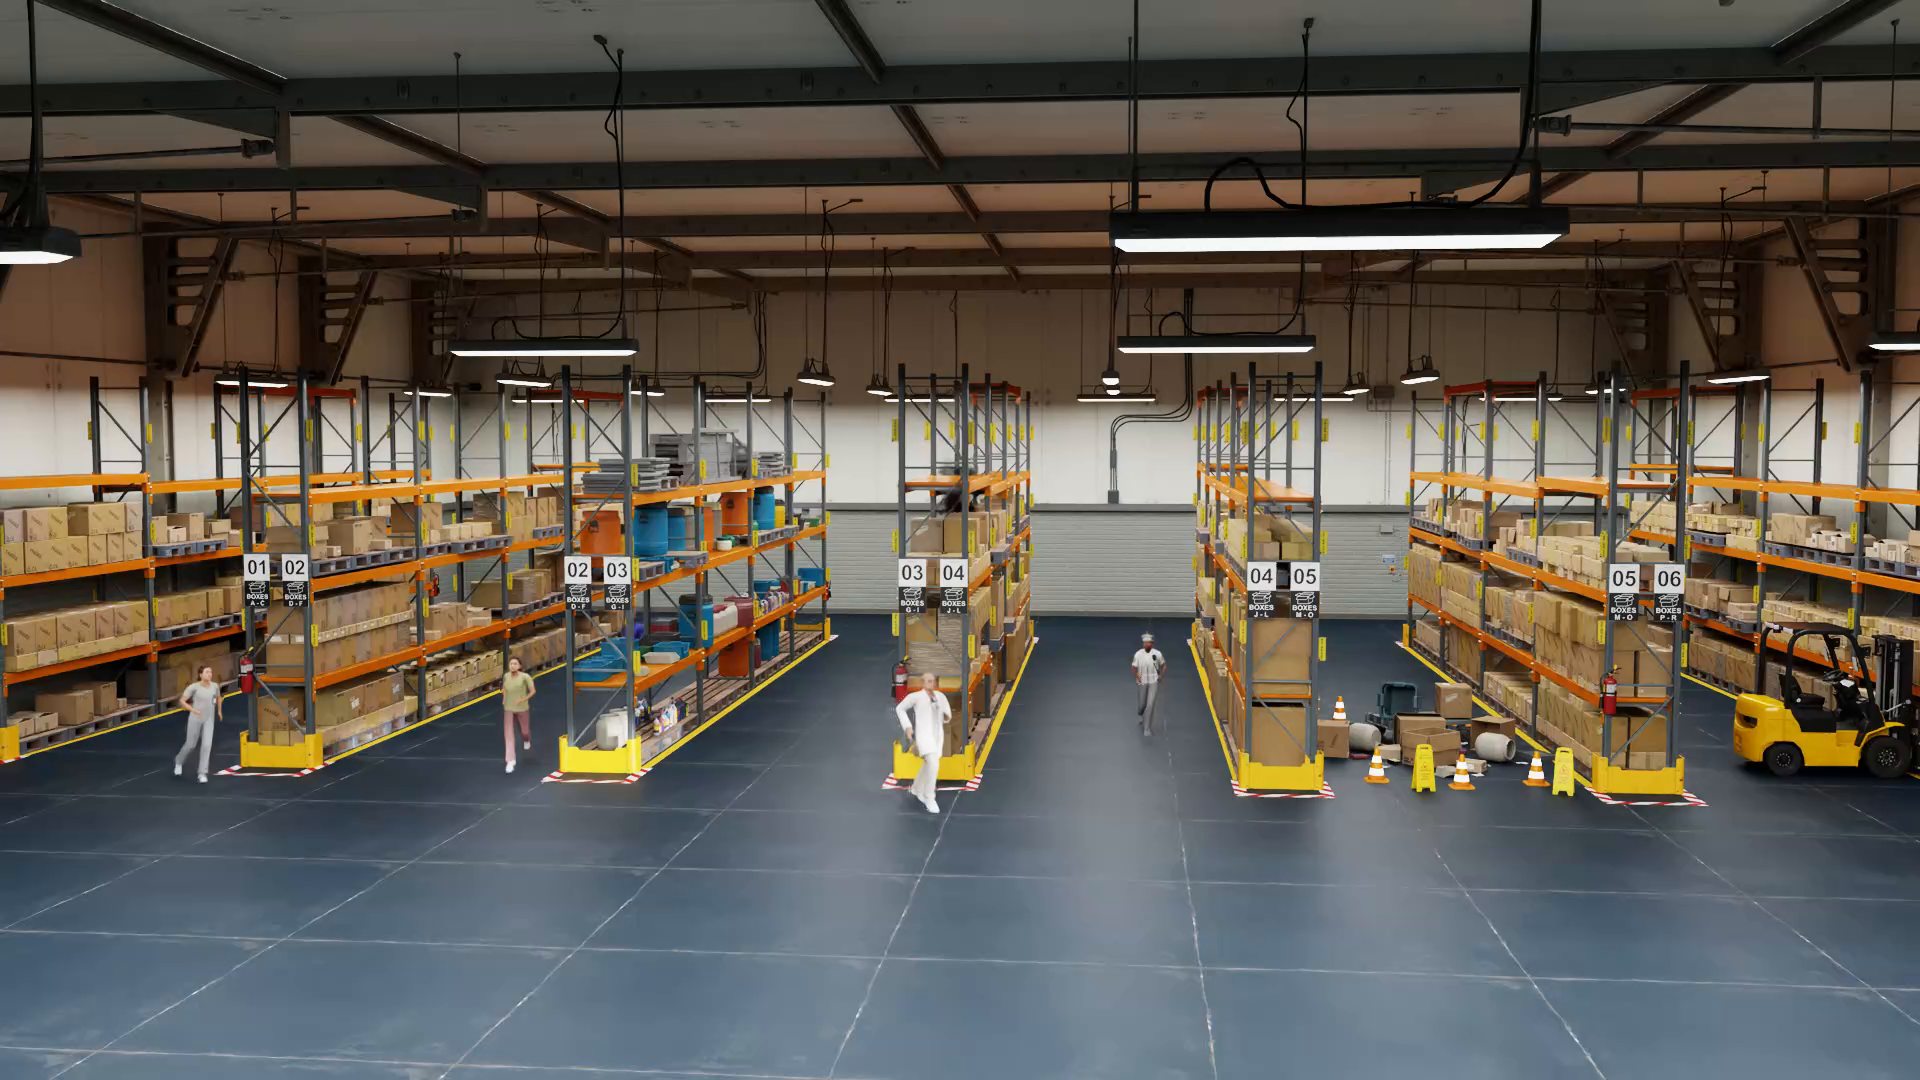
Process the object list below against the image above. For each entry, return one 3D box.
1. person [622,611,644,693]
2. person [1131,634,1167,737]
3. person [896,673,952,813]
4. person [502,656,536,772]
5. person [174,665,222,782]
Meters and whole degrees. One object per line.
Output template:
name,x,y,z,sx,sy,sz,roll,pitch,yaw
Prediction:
person,-6.261,2.150,31.750,0.559,1.621,0.591,1,4,8
person,3.155,2.397,27.774,0.586,1.697,0.734,1,4,9
person,-0.426,2.688,22.218,0.669,1.838,0.838,-3,5,-41
person,-6.656,2.582,25.084,0.540,1.685,1.107,0,4,-4
person,-10.953,2.620,24.072,0.636,1.635,0.954,-3,5,-43
